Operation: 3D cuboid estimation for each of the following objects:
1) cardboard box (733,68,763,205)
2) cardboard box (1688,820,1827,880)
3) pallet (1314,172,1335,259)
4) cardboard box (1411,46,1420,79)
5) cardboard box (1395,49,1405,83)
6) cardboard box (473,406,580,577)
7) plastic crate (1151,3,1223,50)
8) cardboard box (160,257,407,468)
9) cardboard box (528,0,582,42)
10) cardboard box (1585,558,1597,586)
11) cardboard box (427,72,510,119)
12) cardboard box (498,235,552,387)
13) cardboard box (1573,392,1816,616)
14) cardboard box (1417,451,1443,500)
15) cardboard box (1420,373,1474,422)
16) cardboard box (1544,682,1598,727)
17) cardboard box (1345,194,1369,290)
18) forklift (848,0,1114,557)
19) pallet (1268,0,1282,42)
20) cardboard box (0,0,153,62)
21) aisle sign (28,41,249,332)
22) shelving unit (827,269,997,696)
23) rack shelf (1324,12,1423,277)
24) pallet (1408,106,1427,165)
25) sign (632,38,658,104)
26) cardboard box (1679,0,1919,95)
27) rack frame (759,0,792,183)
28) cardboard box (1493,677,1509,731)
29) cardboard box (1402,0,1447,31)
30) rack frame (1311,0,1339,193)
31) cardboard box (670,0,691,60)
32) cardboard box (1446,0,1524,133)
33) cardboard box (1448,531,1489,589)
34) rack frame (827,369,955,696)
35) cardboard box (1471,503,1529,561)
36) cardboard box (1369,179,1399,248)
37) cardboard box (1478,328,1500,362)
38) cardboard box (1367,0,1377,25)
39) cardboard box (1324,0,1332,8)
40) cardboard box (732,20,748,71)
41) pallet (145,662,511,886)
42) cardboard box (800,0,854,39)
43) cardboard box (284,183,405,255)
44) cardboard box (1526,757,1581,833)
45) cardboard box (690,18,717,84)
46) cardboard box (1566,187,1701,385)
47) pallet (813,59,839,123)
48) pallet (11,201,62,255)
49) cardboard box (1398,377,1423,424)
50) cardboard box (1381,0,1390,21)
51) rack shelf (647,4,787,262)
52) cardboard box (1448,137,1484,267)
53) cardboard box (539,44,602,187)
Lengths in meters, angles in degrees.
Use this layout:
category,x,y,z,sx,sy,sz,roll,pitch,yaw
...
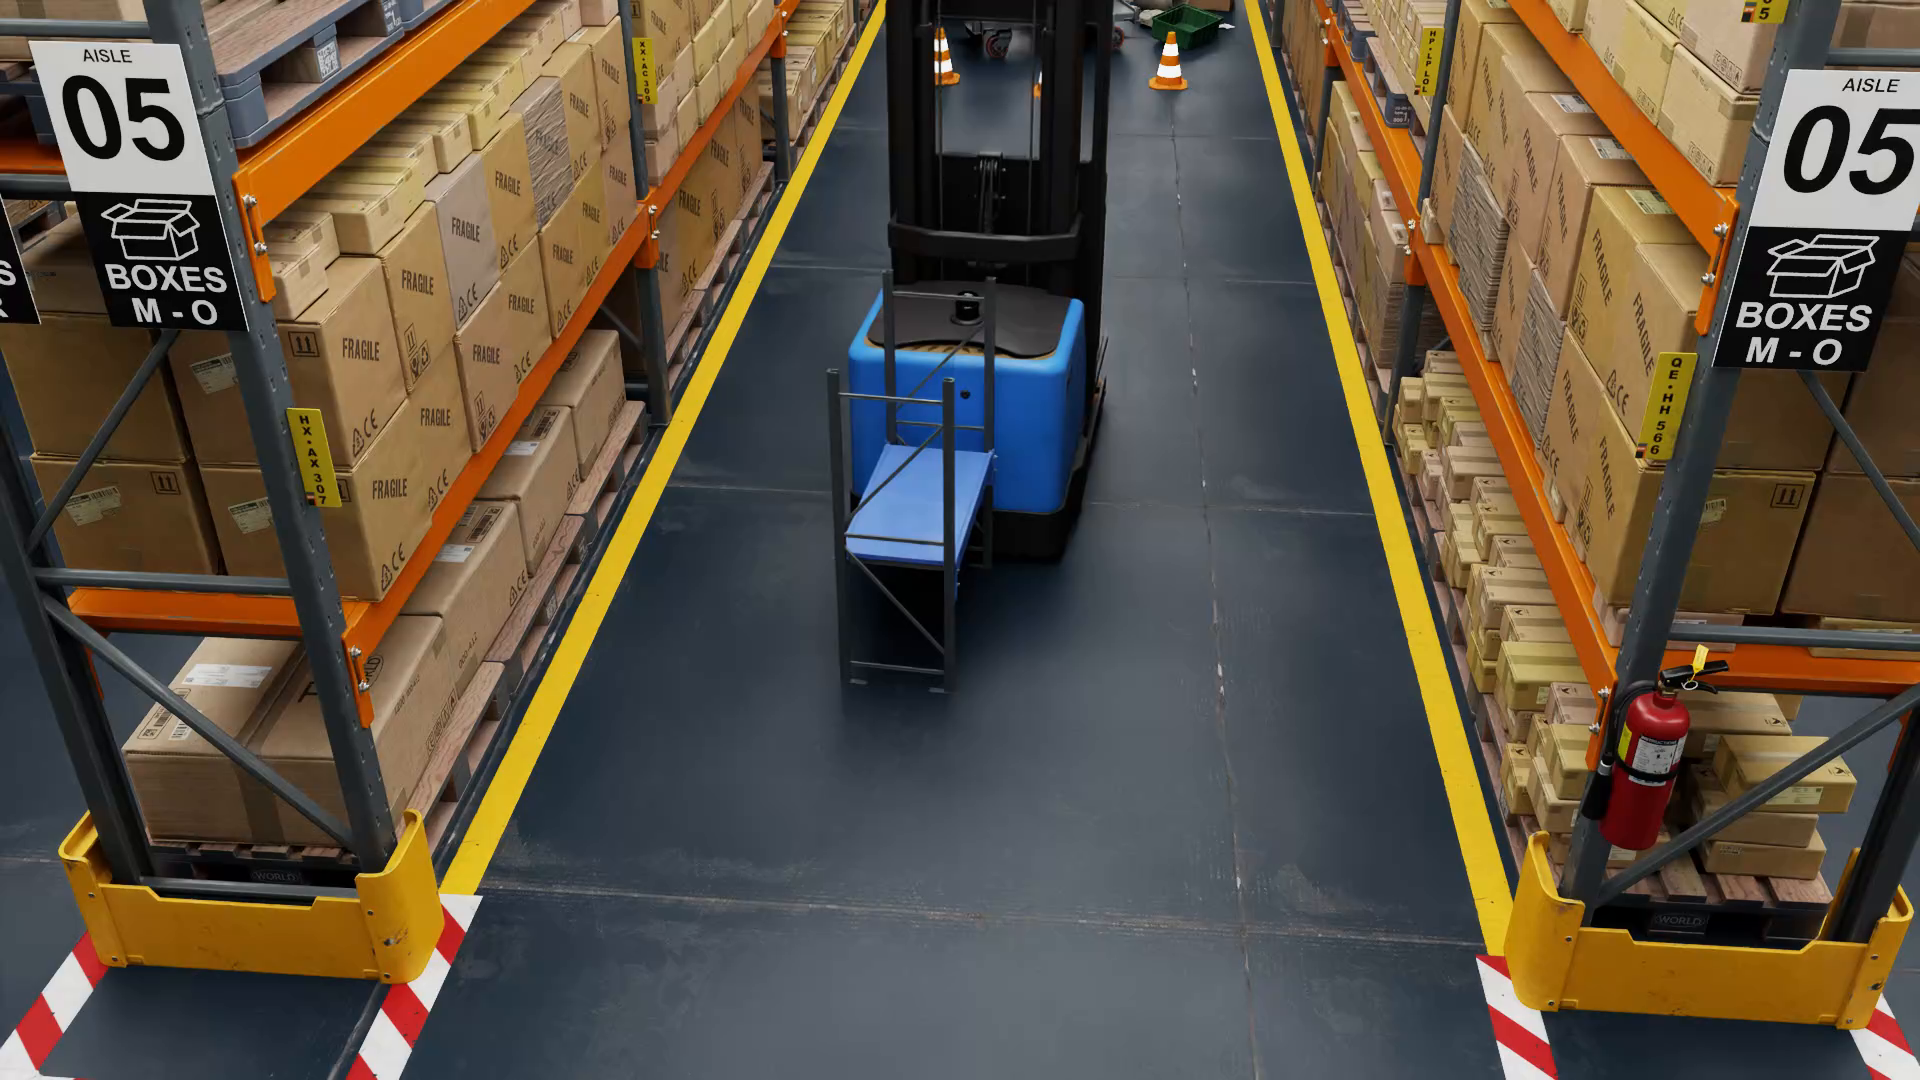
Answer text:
category,x,y,z,sx,sy,sz,roll,pitch,yaw
cardboard box,-1.934,-2.963,11.824,0.875,0.875,0.875,2,32,4
cardboard box,2.857,1.070,5.972,0.380,0.149,0.250,3,32,5
pallet,3.081,-2.293,11.769,1.003,0.211,1.213,2,32,4
cardboard box,2.718,-2.622,9.201,0.380,0.149,0.250,1,32,2
cardboard box,2.759,-2.766,9.718,0.380,0.149,0.250,4,32,6
cardboard box,-2.351,-0.251,7.841,0.875,0.438,0.875,2,32,3
plastic crate,2.181,-4.954,16.055,0.450,0.188,0.662,29,41,23
cardboard box,-2.124,-0.571,5.269,0.500,0.500,0.500,2,32,3
cardboard box,-1.958,-2.392,7.605,0.380,0.149,0.250,3,32,5
cardboard box,2.298,0.091,5.483,0.380,0.149,0.250,2,32,4
cardboard box,-2.001,-1.730,6.531,0.380,0.149,0.250,2,32,4
cardboard box,-2.024,-0.938,6.818,0.500,0.500,0.500,3,32,6
cardboard box,2.275,-0.120,5.207,0.500,0.500,0.500,3,32,5
cardboard box,2.481,-0.314,8.217,0.380,0.149,0.250,2,32,4
cardboard box,2.505,-0.702,8.280,0.380,0.149,0.250,4,32,6
cardboard box,2.363,0.660,6.070,0.380,0.149,0.250,3,32,5
cardboard box,2.718,-1.845,10.367,0.500,0.500,0.500,2,32,3
forklift,0.228,-1.927,8.583,1.130,2.935,3.031,5,32,8
pallet,3.612,-5.187,16.466,1.003,0.211,1.213,2,32,4
cardboard box,-2.500,-1.537,4.674,0.500,0.250,0.500,0,32,-1
aisle sign,-2.163,-0.920,4.406,0.394,0.787,0.004,2,32,4
shelving unit,-0.181,-0.261,7.245,0.538,1.500,1.048,5,32,8
rack shelf,2.984,-2.536,10.192,1.077,0.370,4.000,2,32,4
pallet,3.028,-2.108,8.995,1.003,0.211,1.213,2,32,4
sign,-1.568,-2.335,8.278,0.100,0.325,0.005,2,32,4
cardboard box,2.279,-1.383,4.442,0.500,0.250,0.500,2,32,2
rack frame,-1.795,-4.047,11.958,1.000,3.000,0.127,2,32,4
cardboard box,2.365,0.643,6.665,0.380,0.149,0.250,3,32,4
cardboard box,2.766,-3.021,9.566,0.380,0.149,0.250,1,32,2
rack frame,3.147,-3.888,11.700,1.000,3.000,0.127,2,32,4
cardboard box,-1.785,-2.908,9.062,0.500,0.500,0.500,2,32,4
cardboard box,2.541,-2.166,7.574,0.500,0.500,0.500,3,32,5
cardboard box,2.358,0.094,7.273,0.380,0.149,0.250,3,32,4
rack frame,-0.269,0.001,6.818,0.500,1.500,0.032,5,32,8
cardboard box,2.434,-0.028,7.186,0.380,0.149,0.250,3,32,4
cardboard box,2.685,-1.899,9.740,0.500,0.250,0.500,4,32,6
cardboard box,2.413,-0.865,7.034,0.380,0.149,0.250,4,32,6
cardboard box,2.865,-3.453,10.834,0.380,0.149,0.250,4,32,6
cardboard box,2.916,-4.178,12.075,0.500,0.500,0.500,2,32,4
cardboard box,-1.661,-3.177,10.689,0.500,0.250,0.500,2,32,3
pallet,-2.459,0.902,6.585,1.003,0.211,1.213,2,32,4
cardboard box,-1.510,-4.924,15.486,0.950,0.372,0.625,3,32,5
cardboard box,-2.056,-1.053,5.433,0.380,0.149,0.250,3,32,6
cardboard box,2.254,0.915,5.940,0.380,0.149,0.250,2,32,3
cardboard box,-1.722,-2.859,9.696,0.500,0.250,0.500,3,32,5
cardboard box,2.326,-0.815,5.381,0.500,0.500,0.500,1,32,2
pallet,-1.628,-3.904,14.384,1.003,0.211,1.213,2,32,4
pallet,-6.943,-2.045,11.367,1.003,0.211,1.213,2,32,4
cardboard box,2.472,-0.712,8.580,0.380,0.149,0.250,4,32,6
cardboard box,2.827,-3.299,10.299,0.380,0.149,0.250,3,32,4
rack shelf,-1.958,-2.695,10.449,1.077,0.370,4.000,2,32,4
cardboard box,2.496,-1.459,7.379,0.500,0.500,0.500,2,32,4
cardboard box,-1.934,-1.900,7.425,0.500,0.500,0.500,2,32,3
